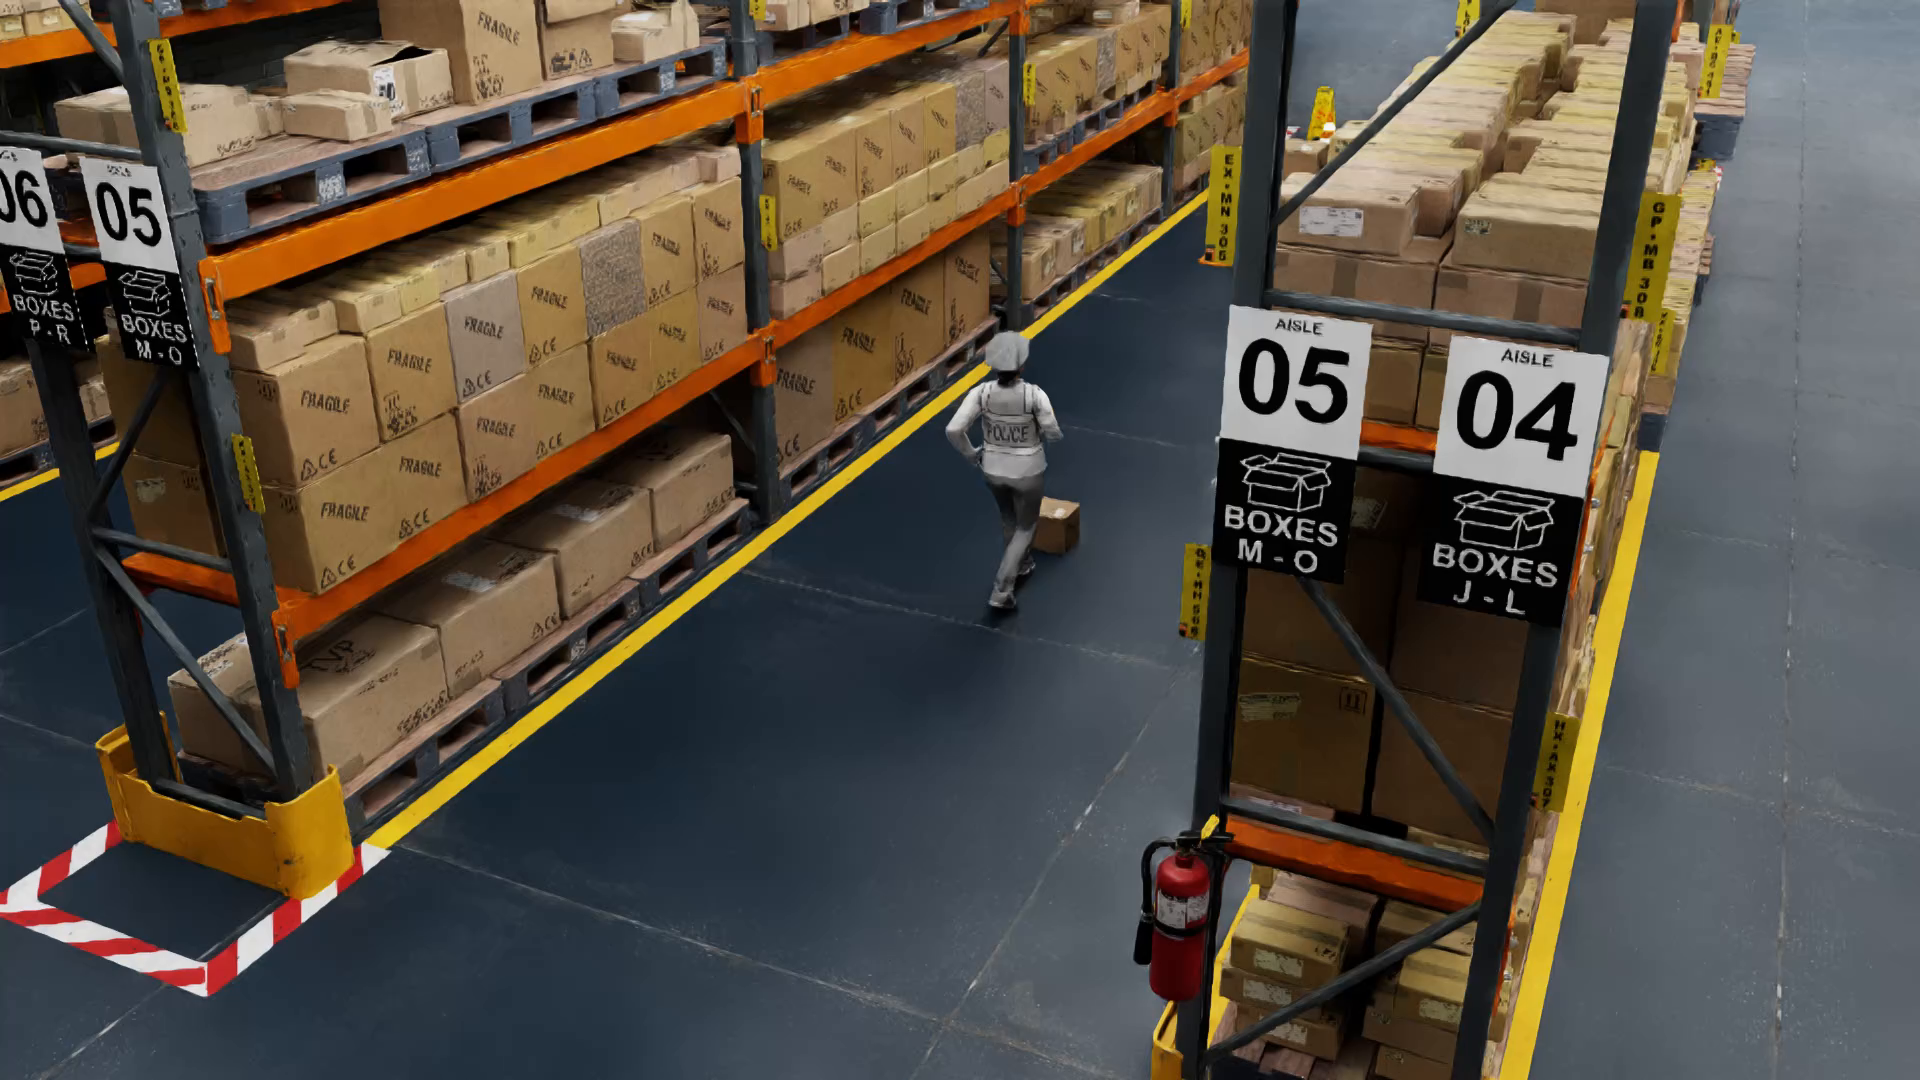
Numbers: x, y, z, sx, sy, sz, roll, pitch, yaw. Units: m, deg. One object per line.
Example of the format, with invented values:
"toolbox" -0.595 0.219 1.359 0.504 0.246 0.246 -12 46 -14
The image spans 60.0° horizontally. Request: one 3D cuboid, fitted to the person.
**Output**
"person" 0.334 -0.434 9.459 0.573 1.679 0.807 12 29 23
